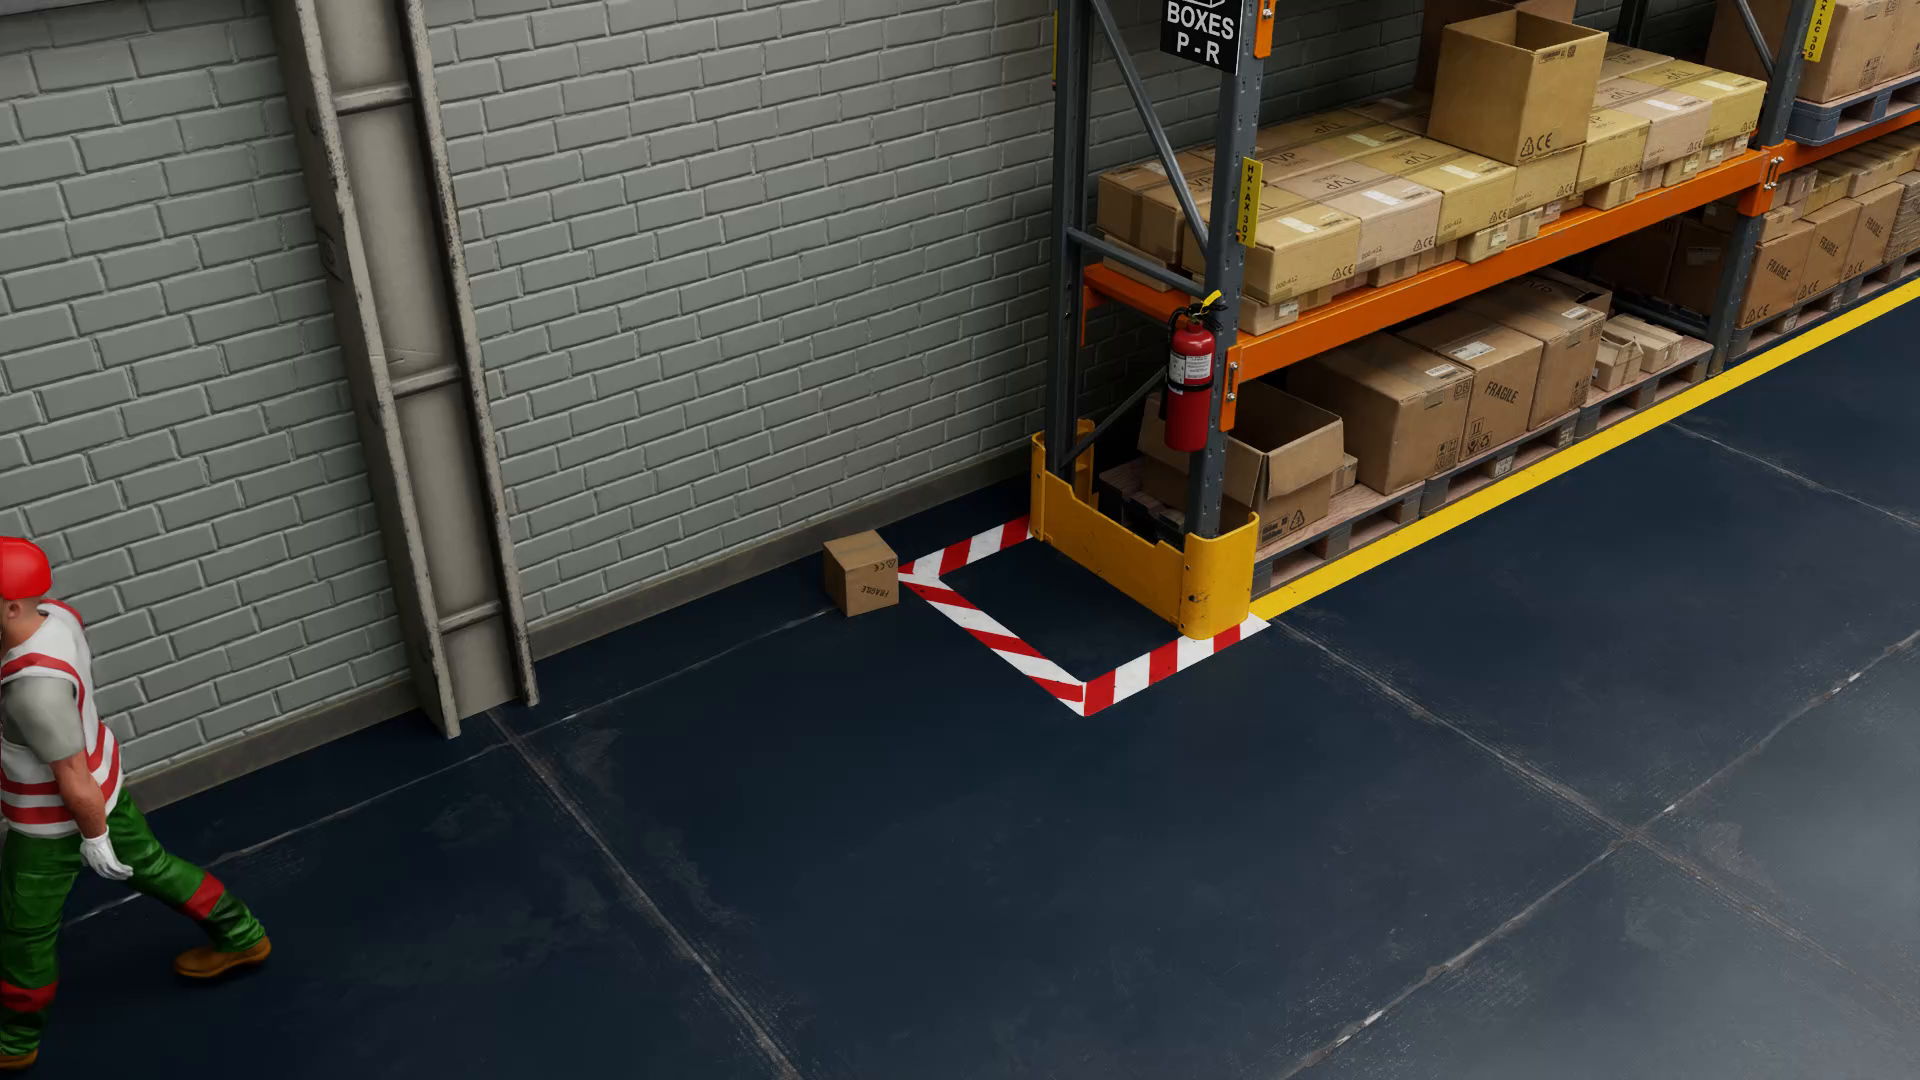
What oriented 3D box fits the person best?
[{"bbox_3d":[-2.723,0.767,4.888,0.978,1.746,0.538,-9,33,-15],"label":"person"}]
